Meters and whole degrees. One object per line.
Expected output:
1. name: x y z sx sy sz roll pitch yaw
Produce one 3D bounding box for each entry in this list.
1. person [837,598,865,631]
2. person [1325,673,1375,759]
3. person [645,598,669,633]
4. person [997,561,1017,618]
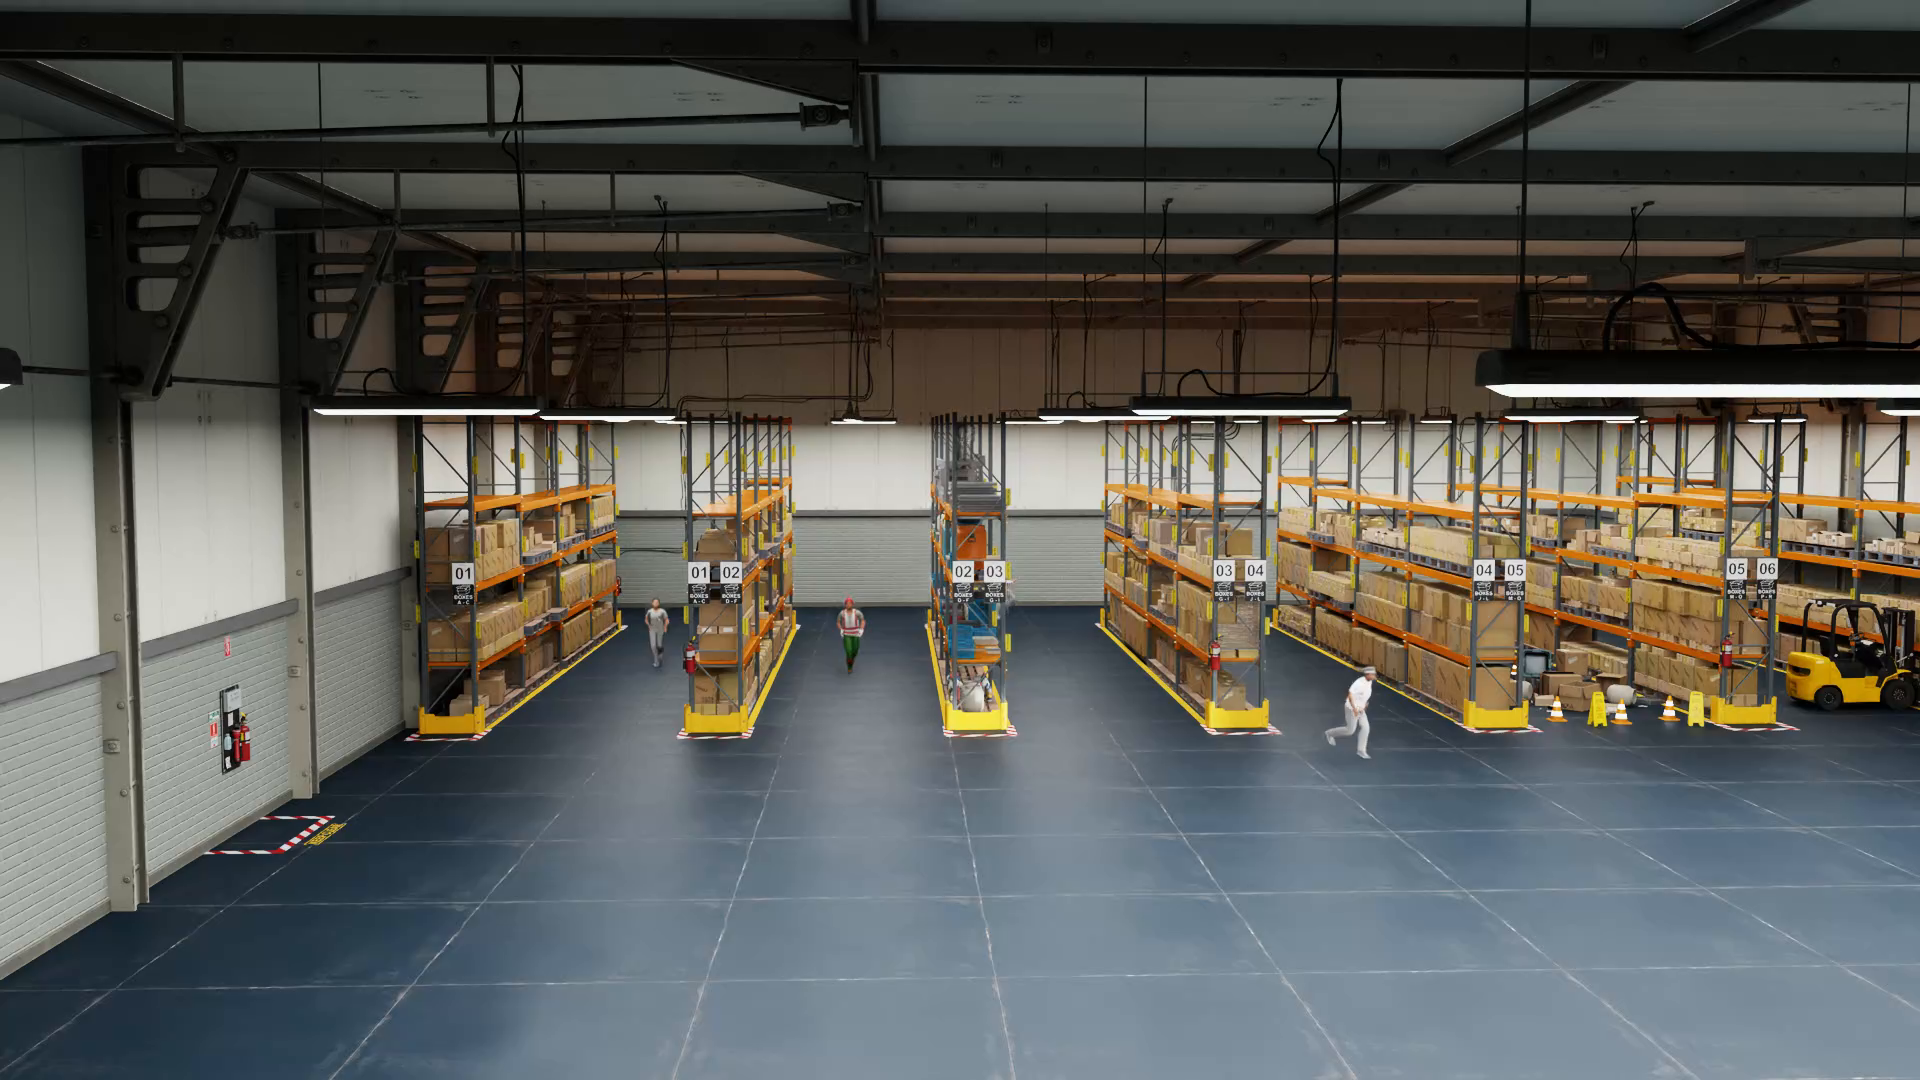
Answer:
1. person: -2.543 1.748 38.675 0.655 0.811 0.322 0 4 -2
2. person: 6.820 2.990 29.010 0.899 1.600 0.584 3 5 35
3. person: -7.281 1.817 39.836 0.565 0.829 0.431 0 4 -4
4. person: 1.306 1.471 49.460 0.847 1.732 0.759 0 4 7
